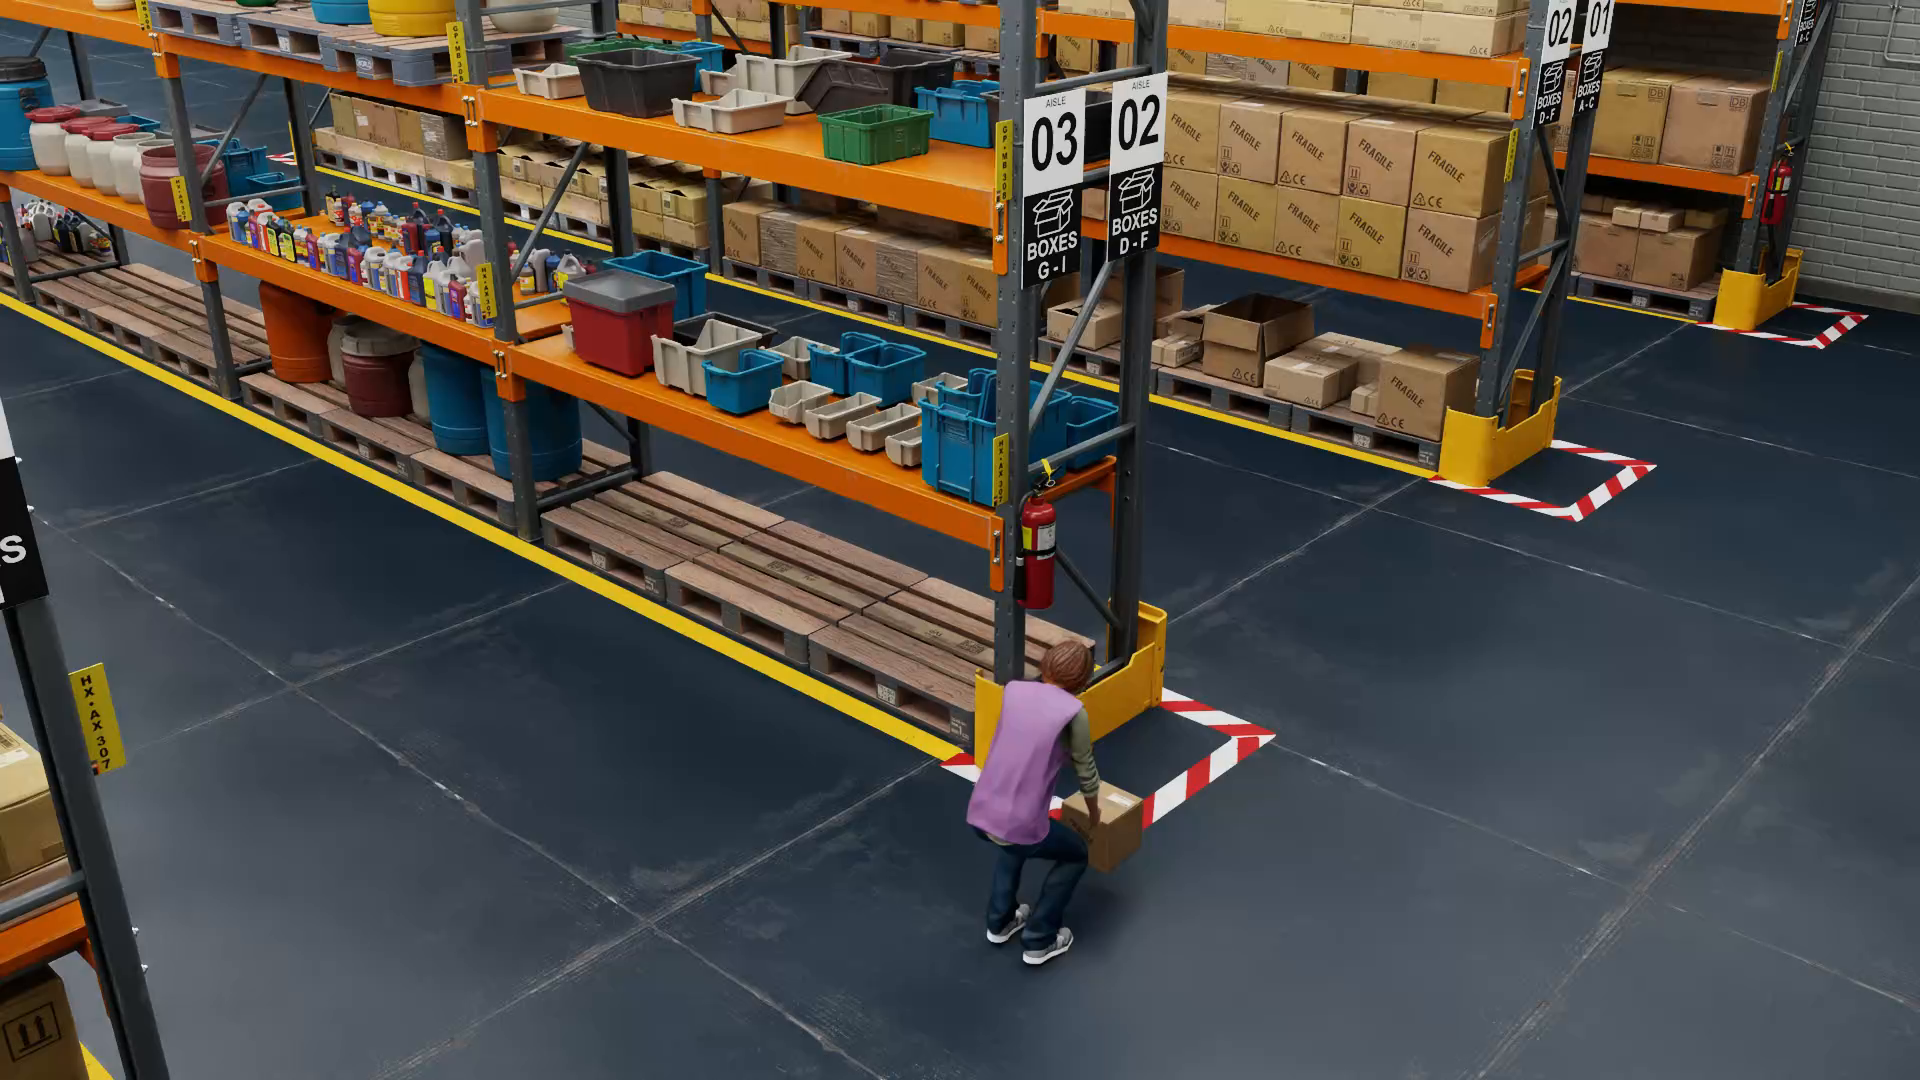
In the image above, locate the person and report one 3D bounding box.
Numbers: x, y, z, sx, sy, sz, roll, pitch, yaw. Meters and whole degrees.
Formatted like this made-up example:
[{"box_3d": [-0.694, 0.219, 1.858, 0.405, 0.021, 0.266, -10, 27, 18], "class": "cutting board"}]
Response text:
[{"box_3d": [0.288, 1.063, 6.679, 0.463, 1.257, 0.671, 20, 31, 38], "class": "person"}]
